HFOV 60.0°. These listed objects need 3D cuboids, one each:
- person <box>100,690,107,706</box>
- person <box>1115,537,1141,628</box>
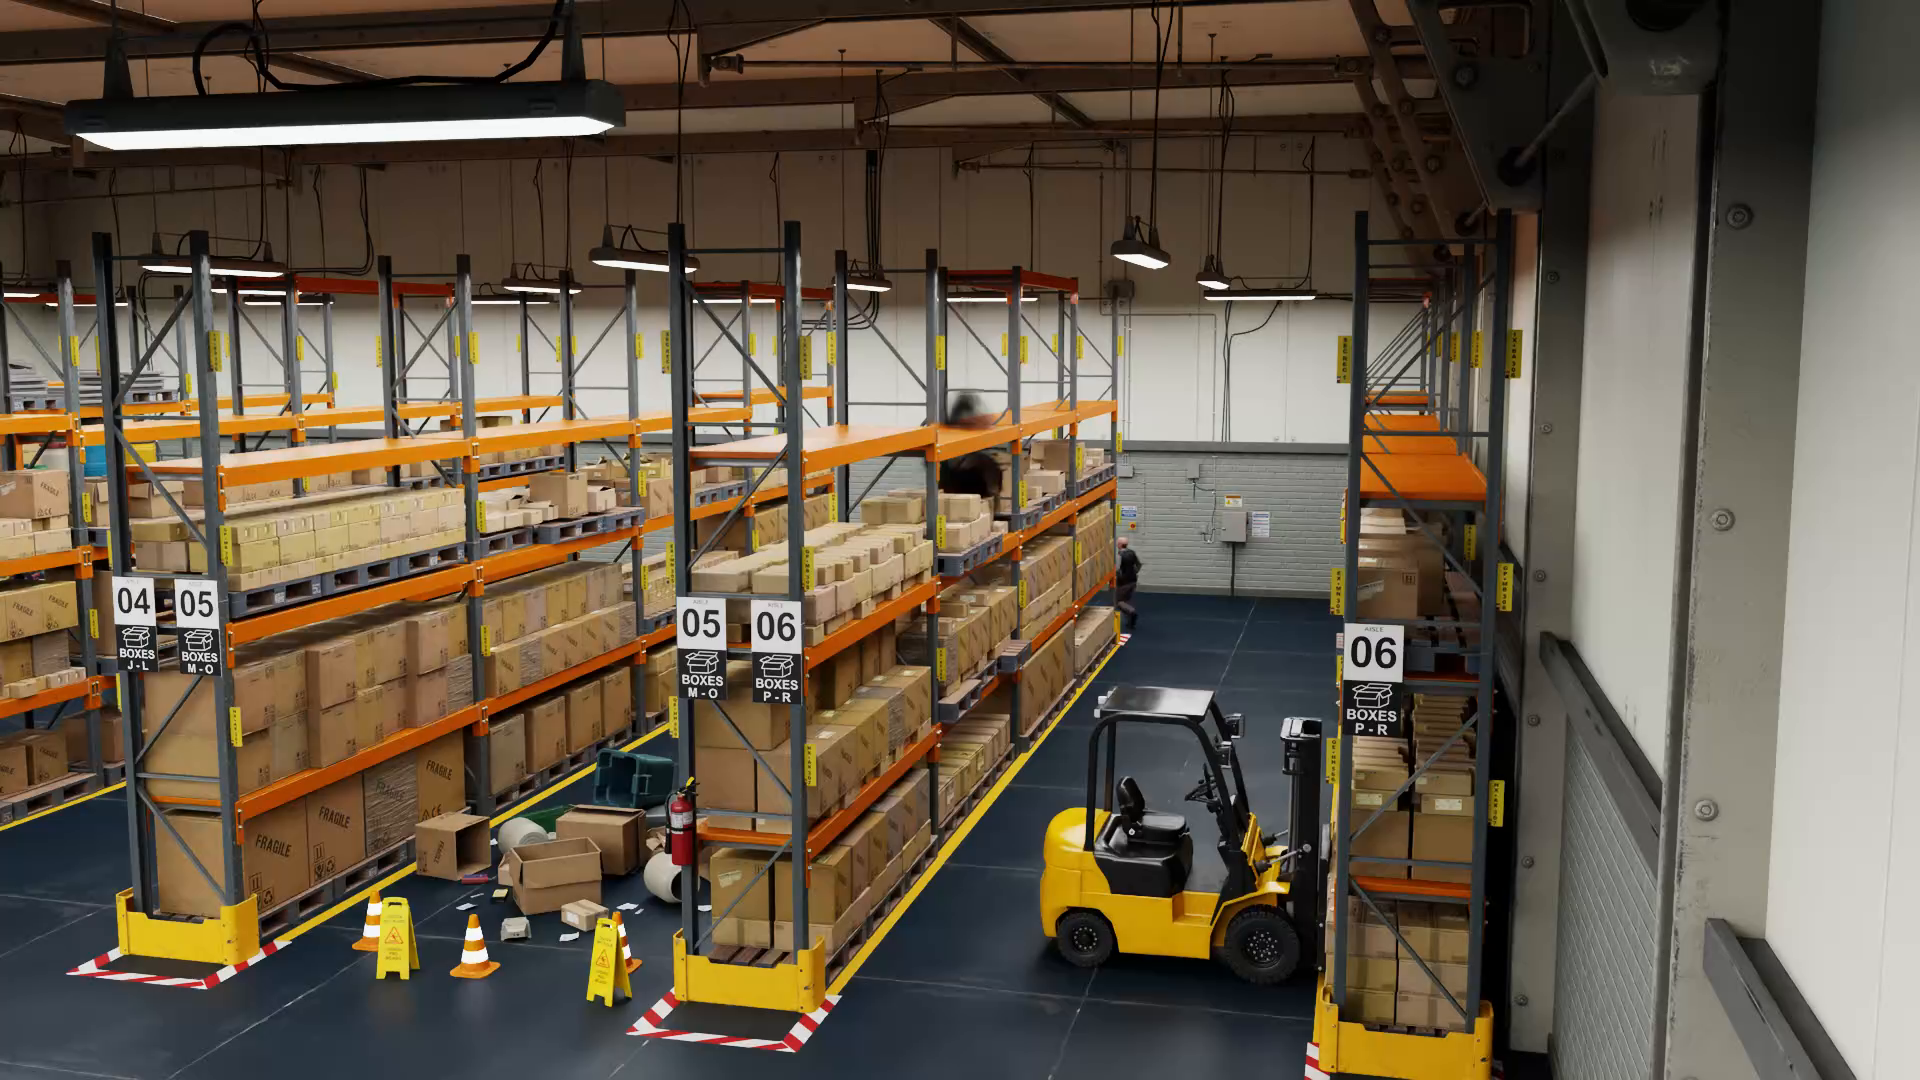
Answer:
[{"bbox_3d":[-11.303,1.703,21.654,0.587,1.627,0.610,1,7,11],"label":"person"},{"bbox_3d":[2.912,0.766,29.441,0.703,1.658,0.542,-5,9,-37],"label":"person"}]
